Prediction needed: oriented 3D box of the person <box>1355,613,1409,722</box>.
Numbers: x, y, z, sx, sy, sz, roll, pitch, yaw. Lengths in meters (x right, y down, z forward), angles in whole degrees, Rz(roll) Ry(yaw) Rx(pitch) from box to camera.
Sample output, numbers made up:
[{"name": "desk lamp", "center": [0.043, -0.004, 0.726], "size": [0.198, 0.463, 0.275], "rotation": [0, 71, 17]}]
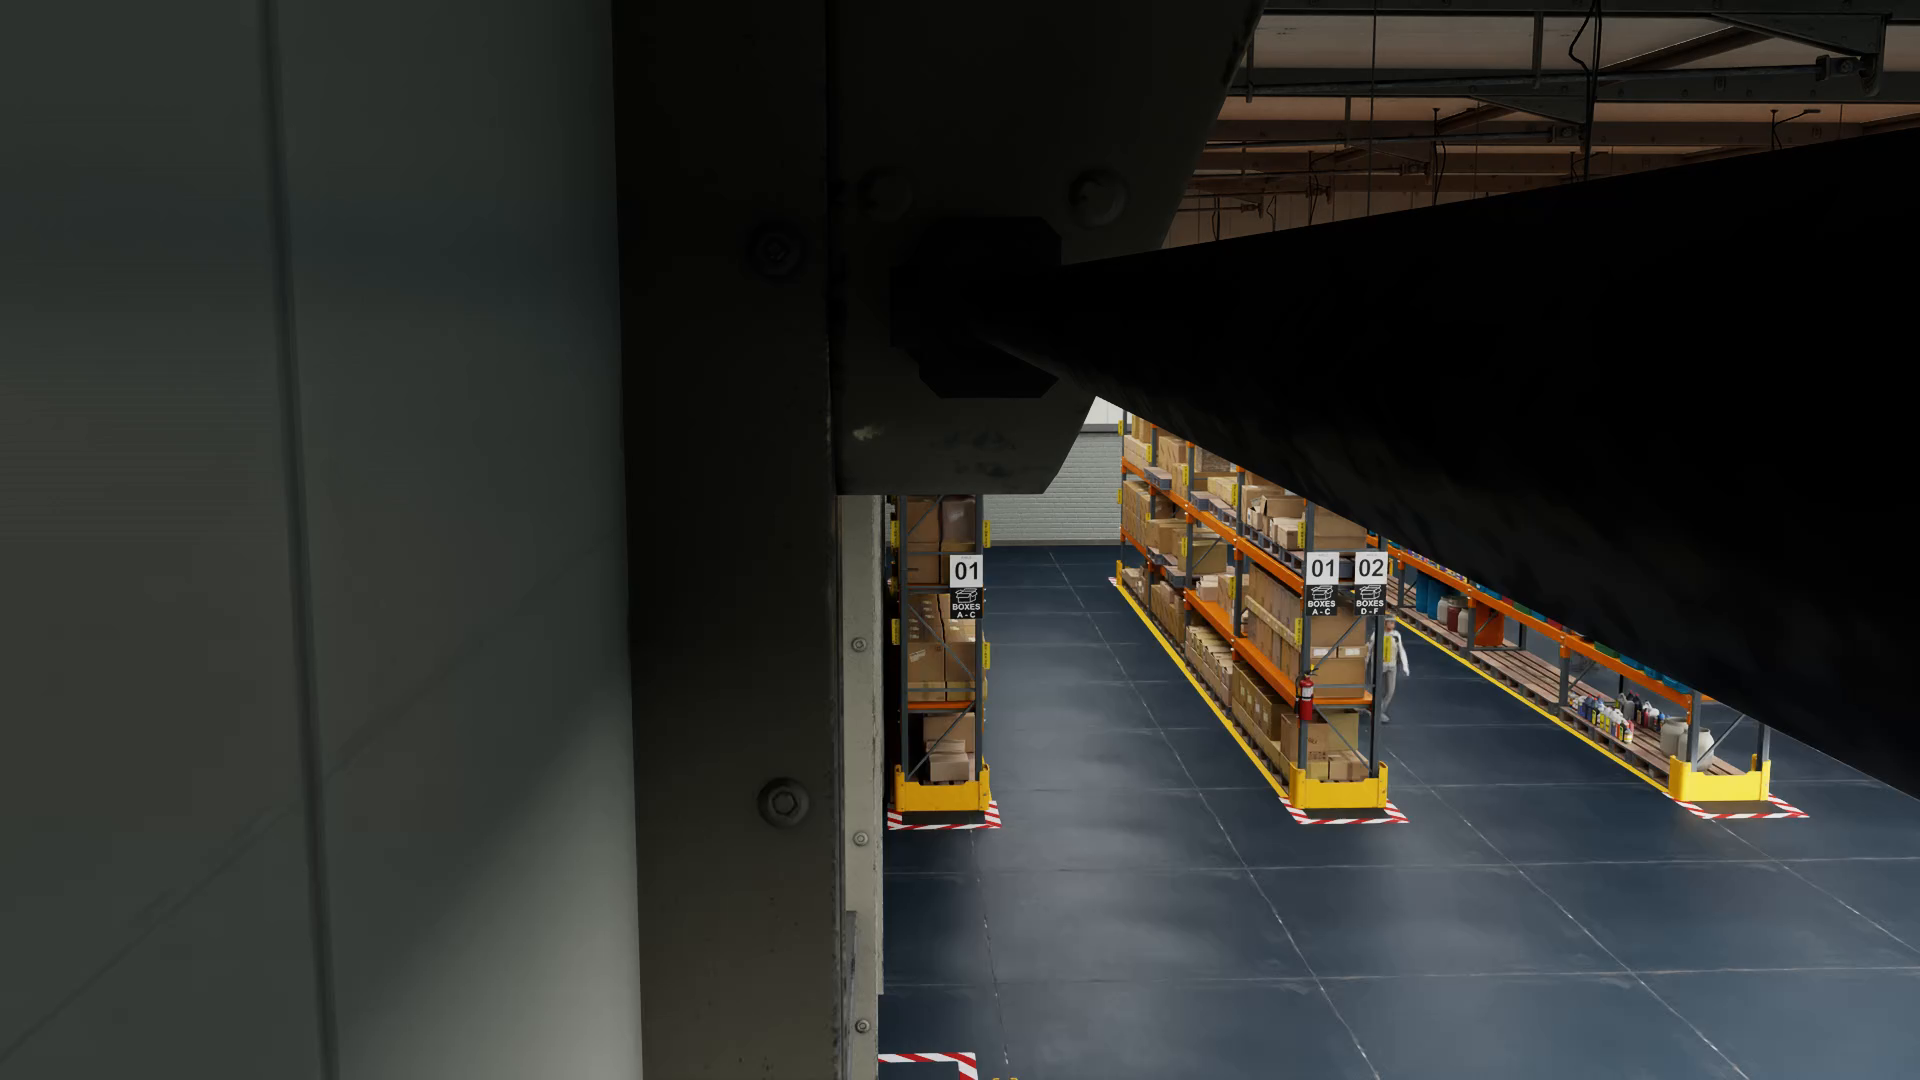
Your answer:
[{"name": "person", "center": [6.292, 1.872, 24.809], "size": [0.643, 1.648, 0.641], "rotation": [-1, 9, -9]}]

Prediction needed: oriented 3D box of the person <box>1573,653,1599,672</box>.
[{"name": "person", "center": [10.655, 1.368, 27.906], "size": [0.617, 1.712, 0.438], "rotation": [2, 9, 11]}]
